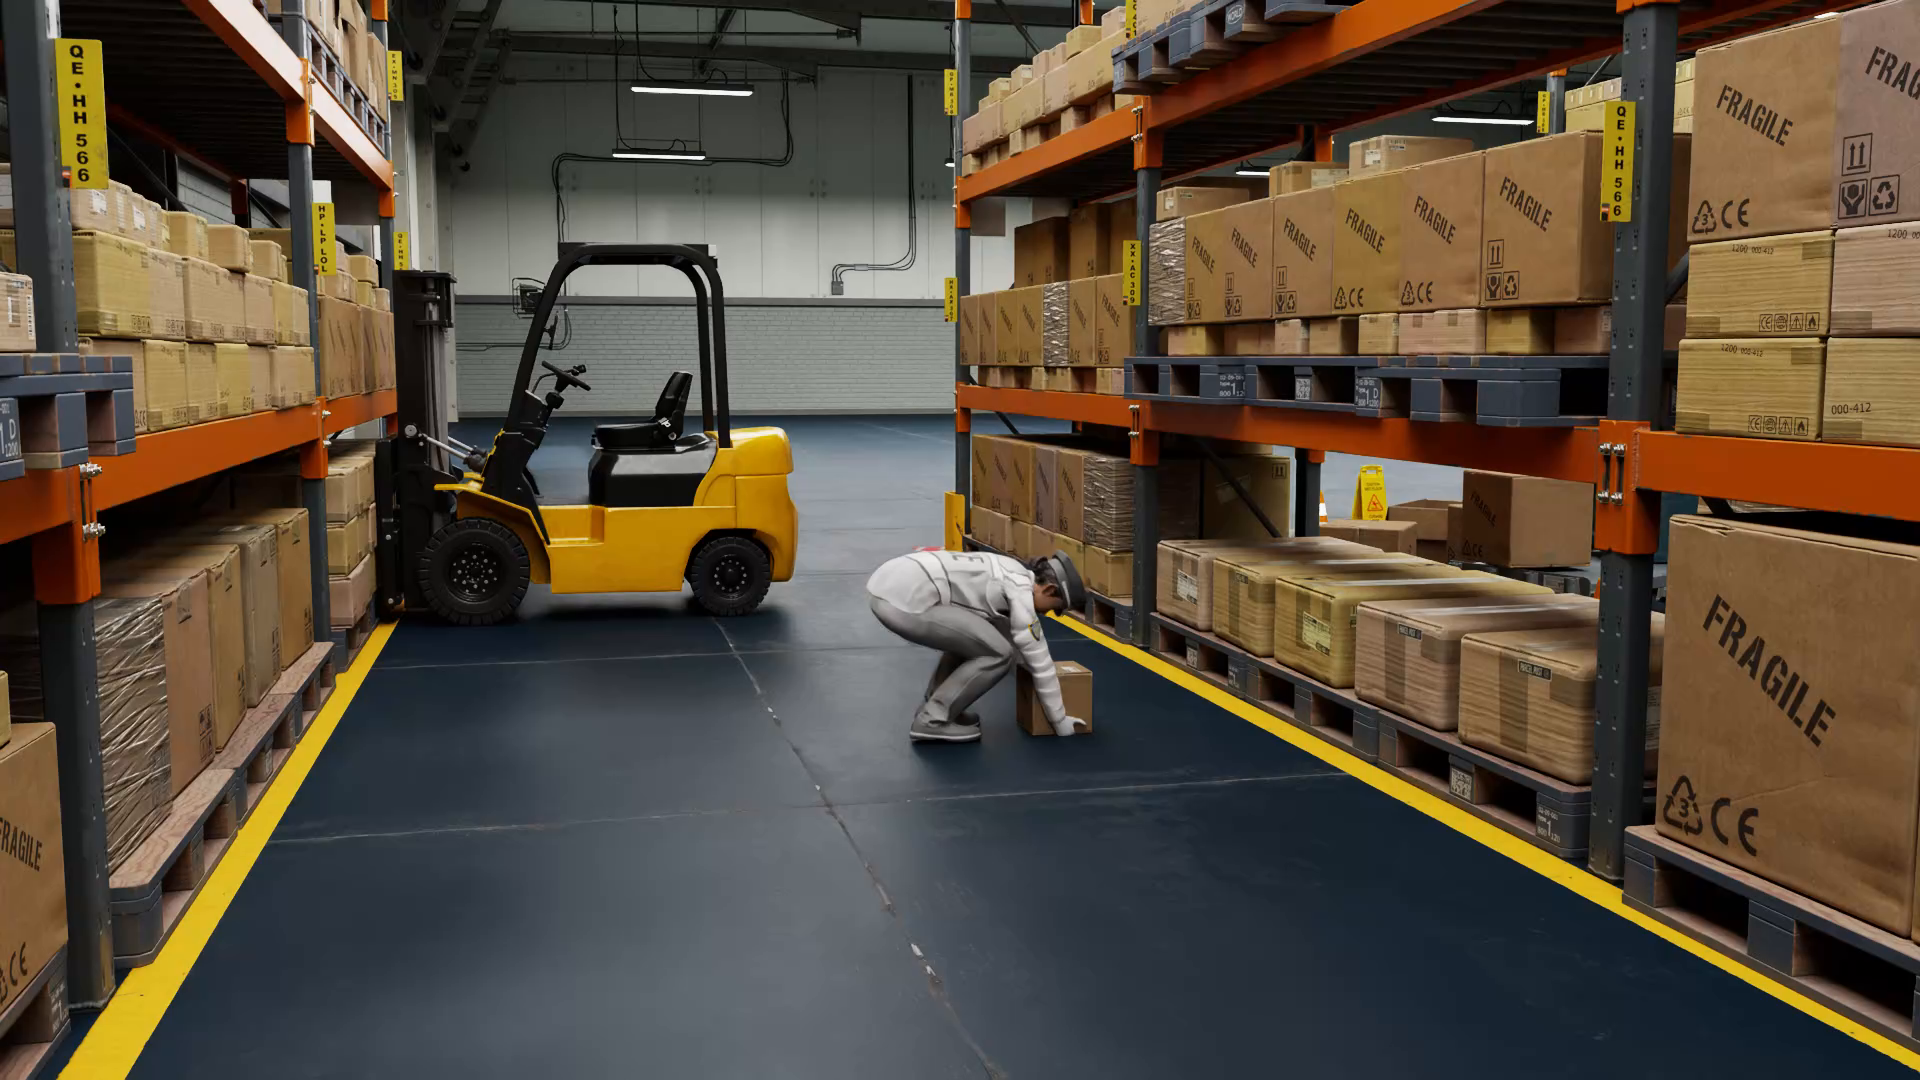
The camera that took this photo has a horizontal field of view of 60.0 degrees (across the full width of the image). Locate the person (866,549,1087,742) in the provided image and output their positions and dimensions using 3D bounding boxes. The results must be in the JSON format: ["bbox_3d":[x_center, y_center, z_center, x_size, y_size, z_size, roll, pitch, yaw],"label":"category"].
[{"bbox_3d":[0.082,0.416,6.678,0.913,0.759,0.444,-2,6,-15],"label":"person"}]
